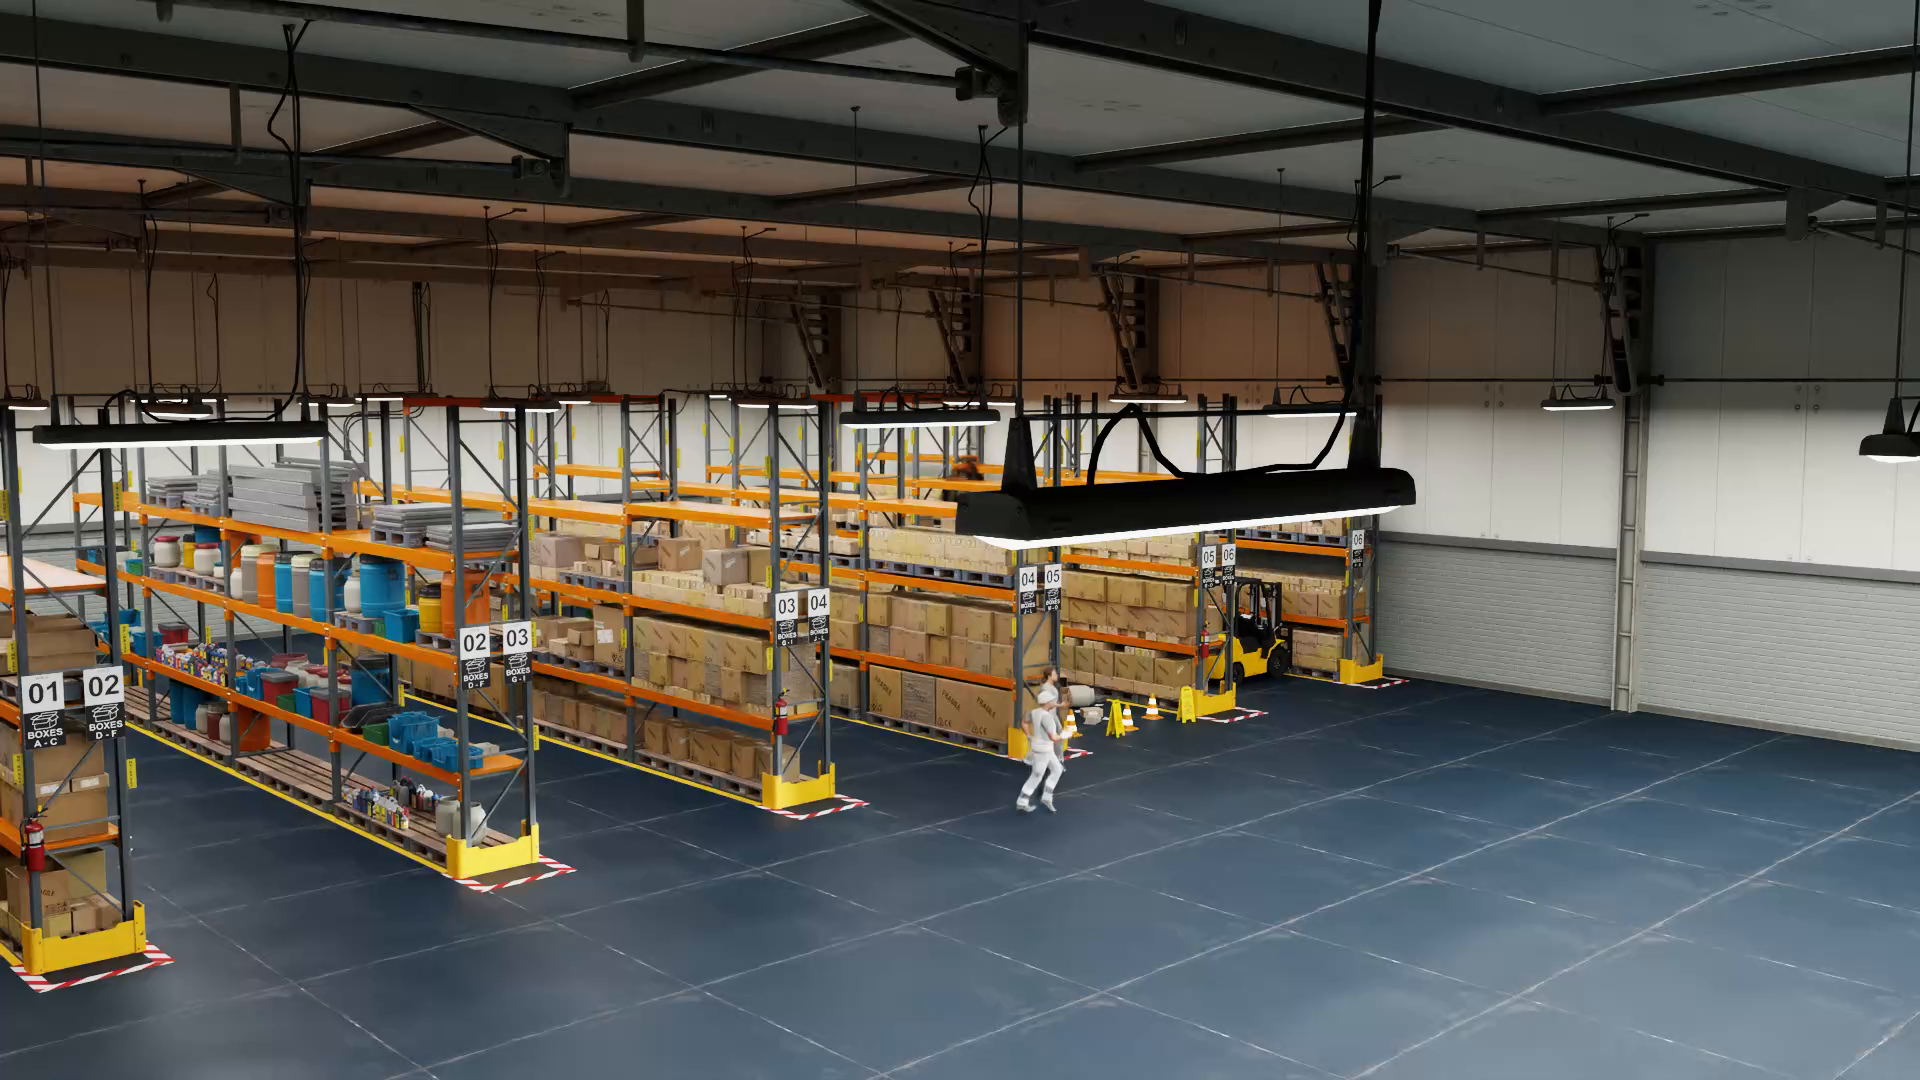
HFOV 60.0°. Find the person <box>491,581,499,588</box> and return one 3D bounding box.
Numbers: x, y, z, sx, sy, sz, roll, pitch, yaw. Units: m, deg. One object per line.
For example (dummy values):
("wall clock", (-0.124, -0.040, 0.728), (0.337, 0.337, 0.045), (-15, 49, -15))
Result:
("person", (-11.235, 1.739, 39.634), (0.653, 1.533, 0.731), (3, 6, 29))

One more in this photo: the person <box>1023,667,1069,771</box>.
("person", (1.409, 2.911, 26.937), (0.748, 1.741, 0.580), (1, 6, 13))

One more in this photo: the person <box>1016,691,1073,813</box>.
("person", (1.220, 3.103, 24.226), (0.837, 1.826, 0.642), (-1, 6, -7))

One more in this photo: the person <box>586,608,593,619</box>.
("person", (-9.009, 1.504, 41.018), (0.804, 1.728, 0.717), (2, 6, 16))
